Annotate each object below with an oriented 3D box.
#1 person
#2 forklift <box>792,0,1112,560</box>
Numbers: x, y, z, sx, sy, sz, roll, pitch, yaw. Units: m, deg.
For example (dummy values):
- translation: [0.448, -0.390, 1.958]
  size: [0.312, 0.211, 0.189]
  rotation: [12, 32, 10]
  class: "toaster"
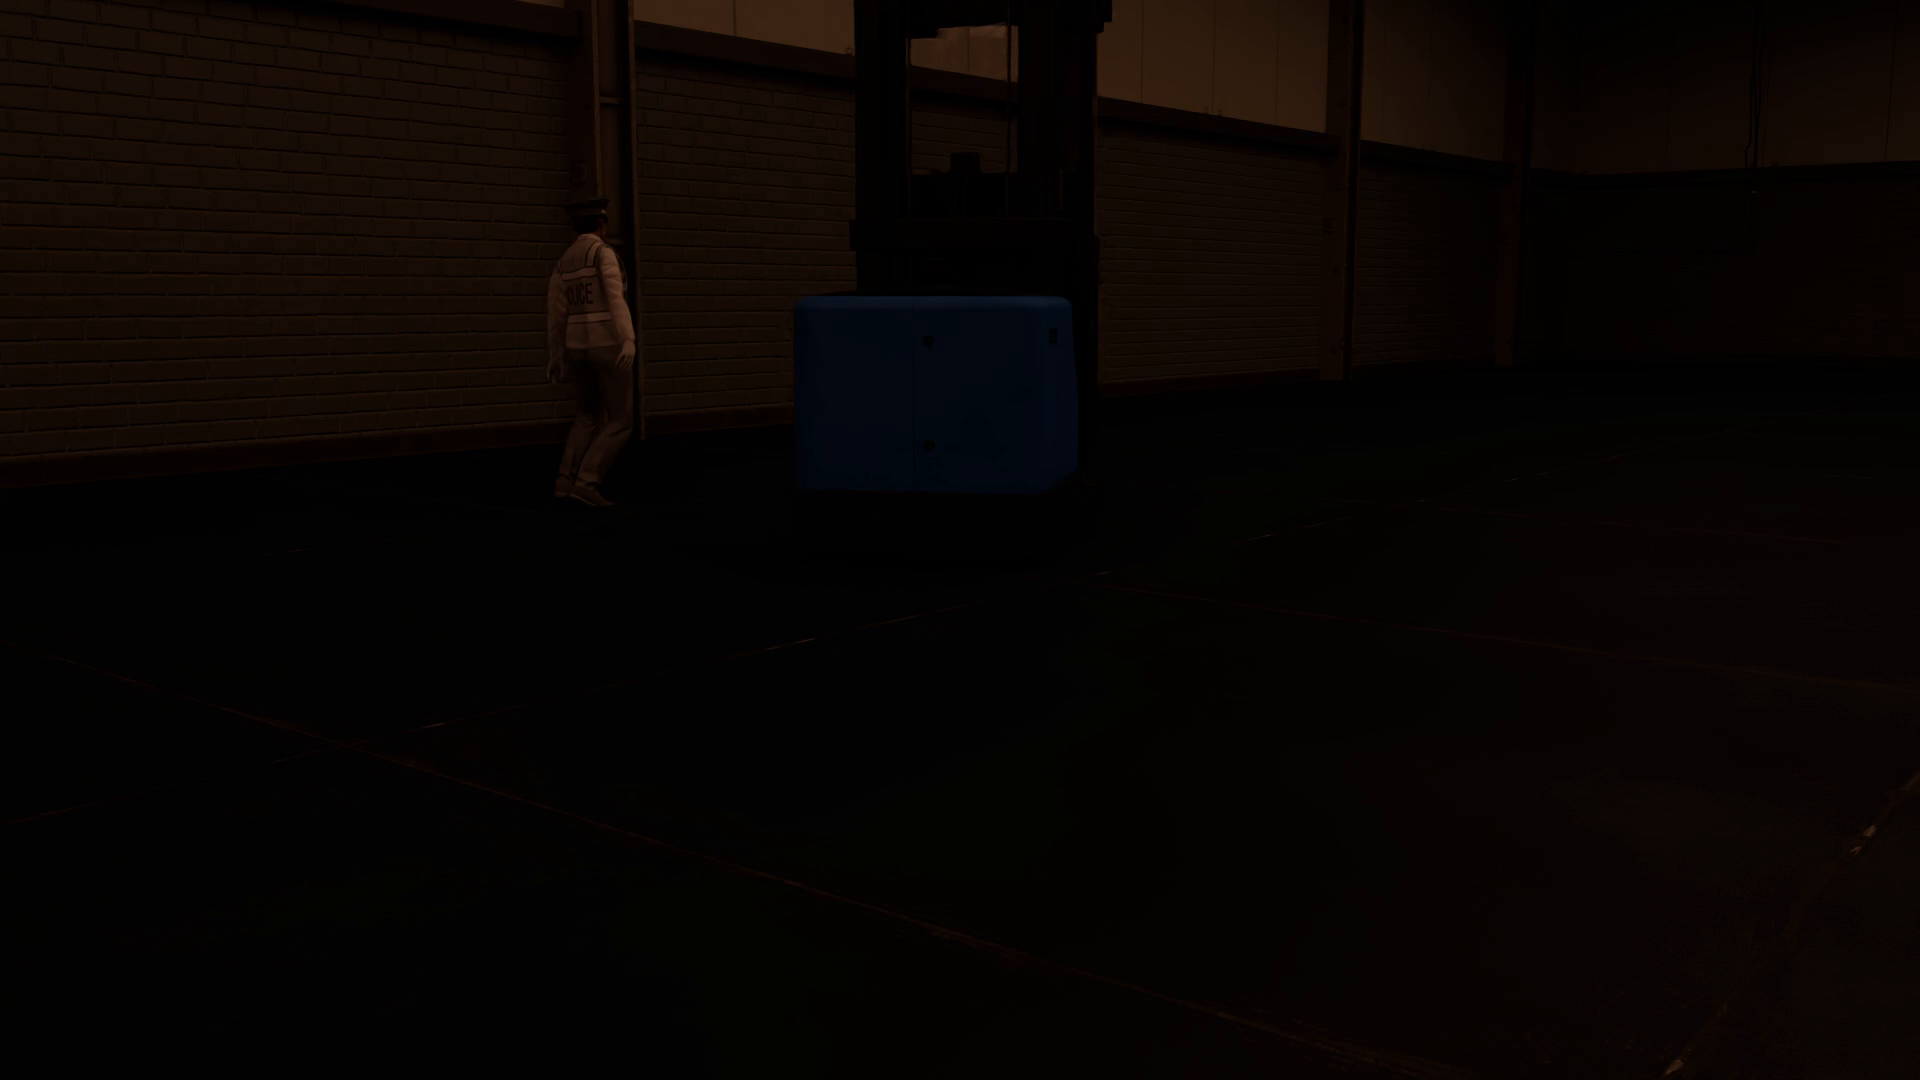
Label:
- translation: [-1.932, -0.968, 8.673]
  size: [0.795, 1.637, 0.461]
  rotation: [8, 11, 43]
  class: "person"
- translation: [0.113, -1.542, 7.822]
  size: [1.130, 2.935, 3.031]
  rotation: [2, 8, 11]
  class: "forklift"
